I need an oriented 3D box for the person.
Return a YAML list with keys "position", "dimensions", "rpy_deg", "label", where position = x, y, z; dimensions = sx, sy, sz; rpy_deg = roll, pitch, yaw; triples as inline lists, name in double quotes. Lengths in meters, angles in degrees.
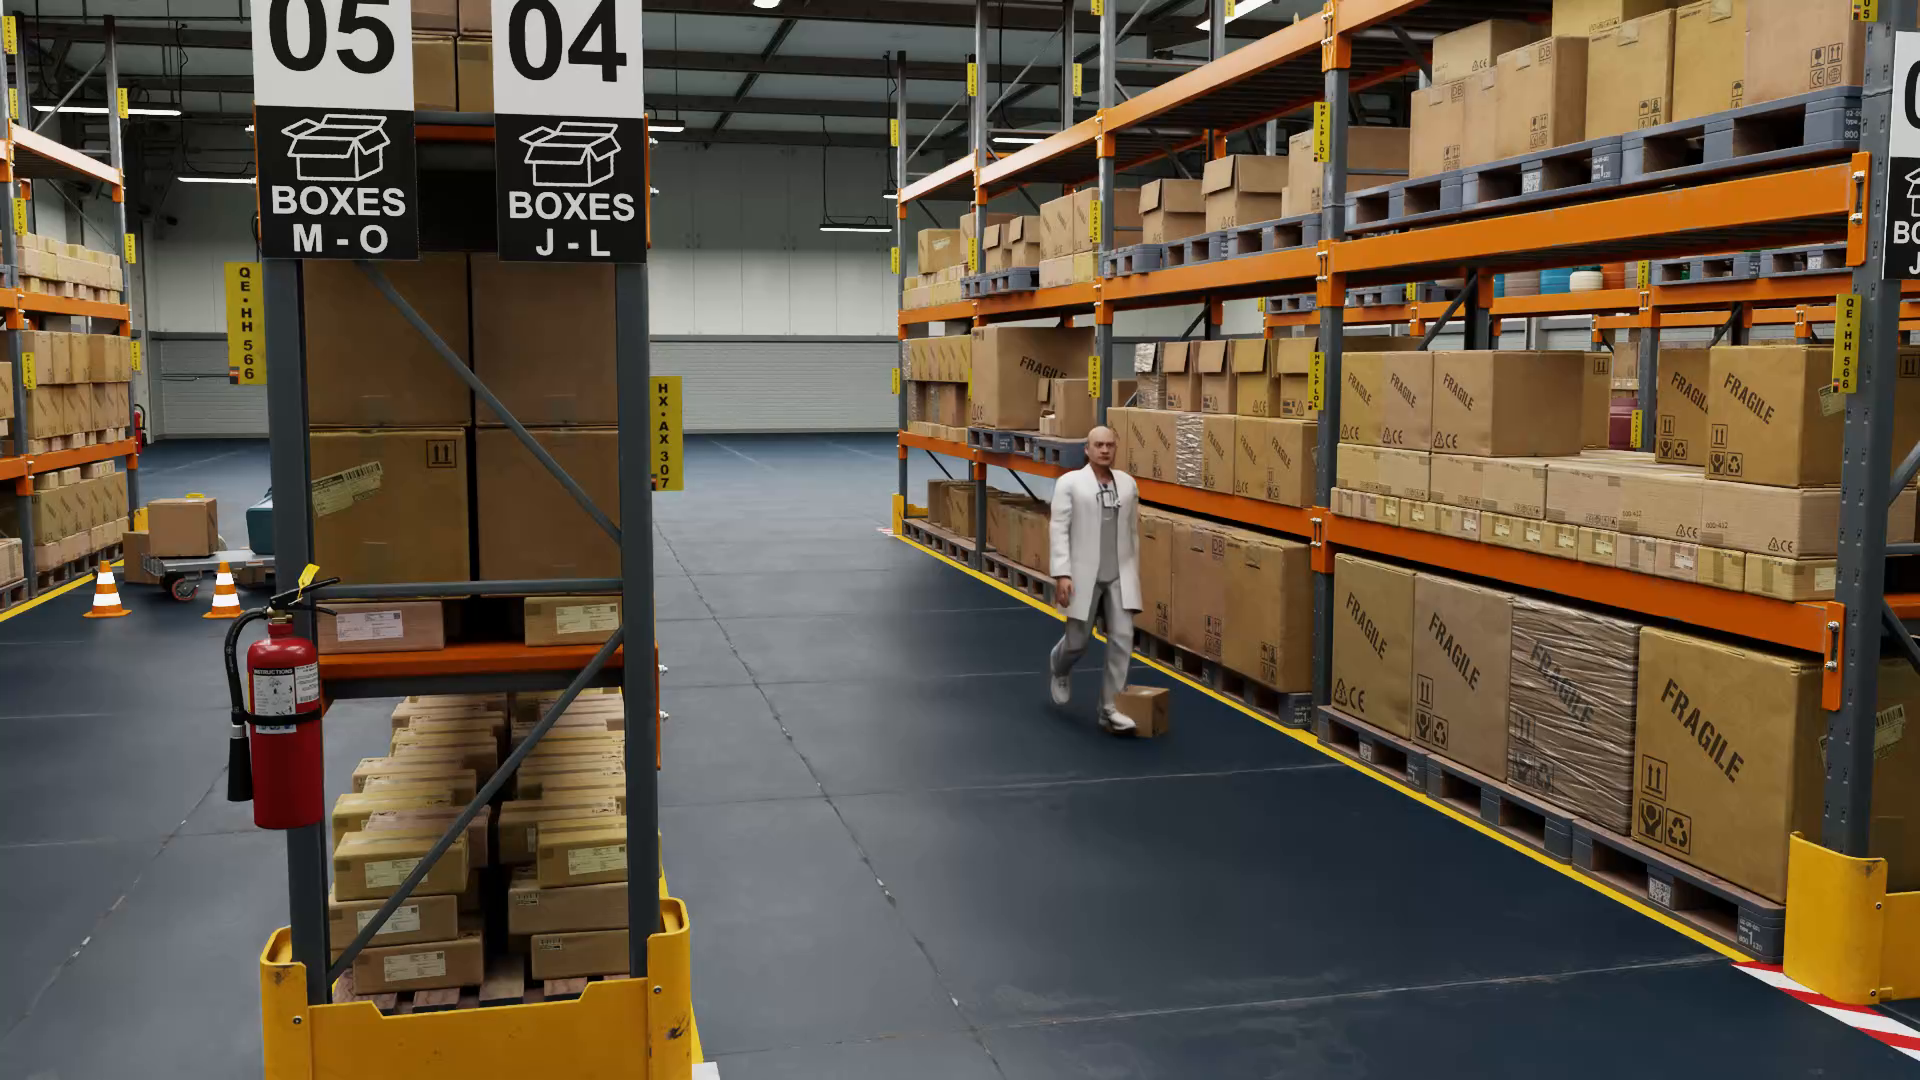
- position: [0.789, 0.204, 9.801]
  dimensions: [0.605, 1.749, 0.872]
  rpy_deg: [-2, 6, -15]
  label: "person"
